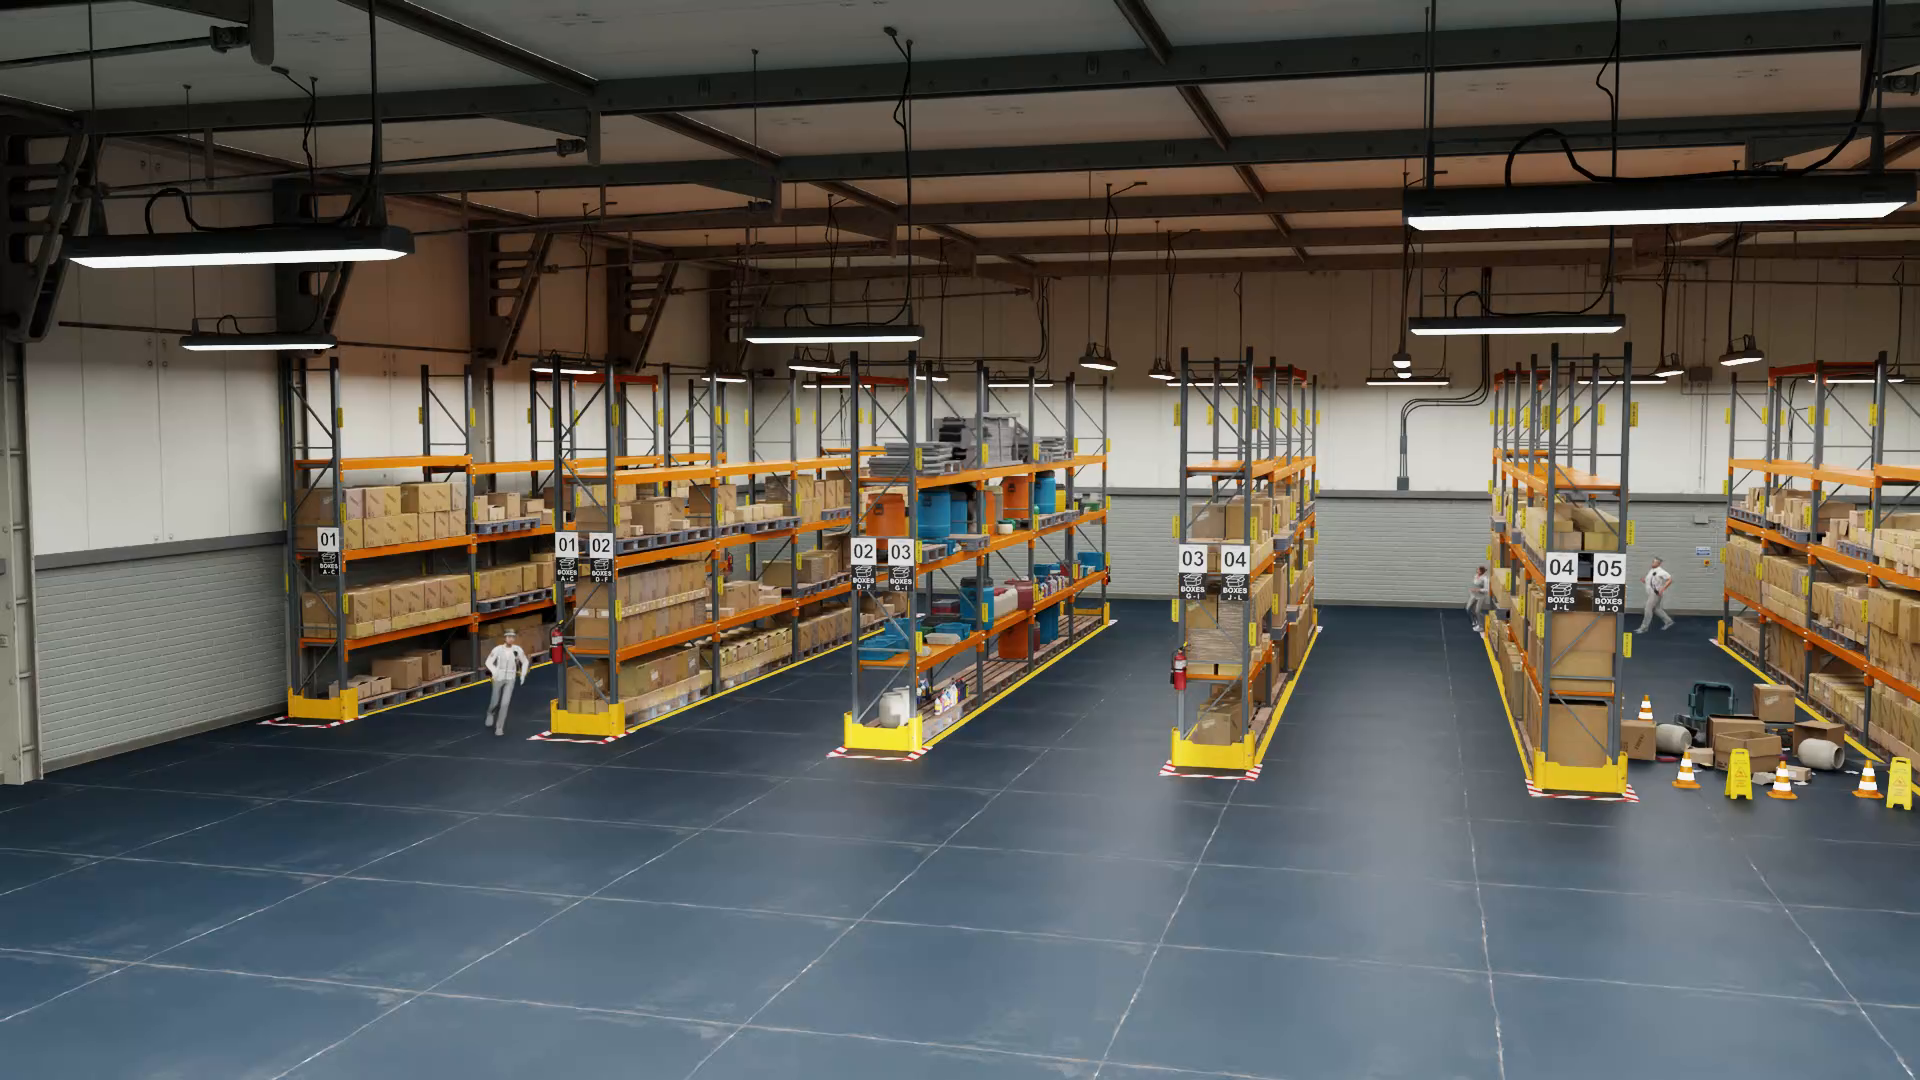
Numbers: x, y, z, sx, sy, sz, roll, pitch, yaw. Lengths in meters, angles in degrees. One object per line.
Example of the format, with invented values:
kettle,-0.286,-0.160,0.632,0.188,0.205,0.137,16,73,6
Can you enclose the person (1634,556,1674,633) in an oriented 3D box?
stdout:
person,16.144,1.259,38.621,0.968,1.785,0.657,0,4,3

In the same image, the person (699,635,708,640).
person,-5.406,1.613,34.821,0.515,1.679,0.887,1,4,15

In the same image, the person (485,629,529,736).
person,-7.217,2.230,26.527,0.680,1.667,0.761,-1,4,-19

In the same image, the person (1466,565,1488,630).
person,12.153,1.364,38.916,0.548,1.554,0.517,-3,5,-31
